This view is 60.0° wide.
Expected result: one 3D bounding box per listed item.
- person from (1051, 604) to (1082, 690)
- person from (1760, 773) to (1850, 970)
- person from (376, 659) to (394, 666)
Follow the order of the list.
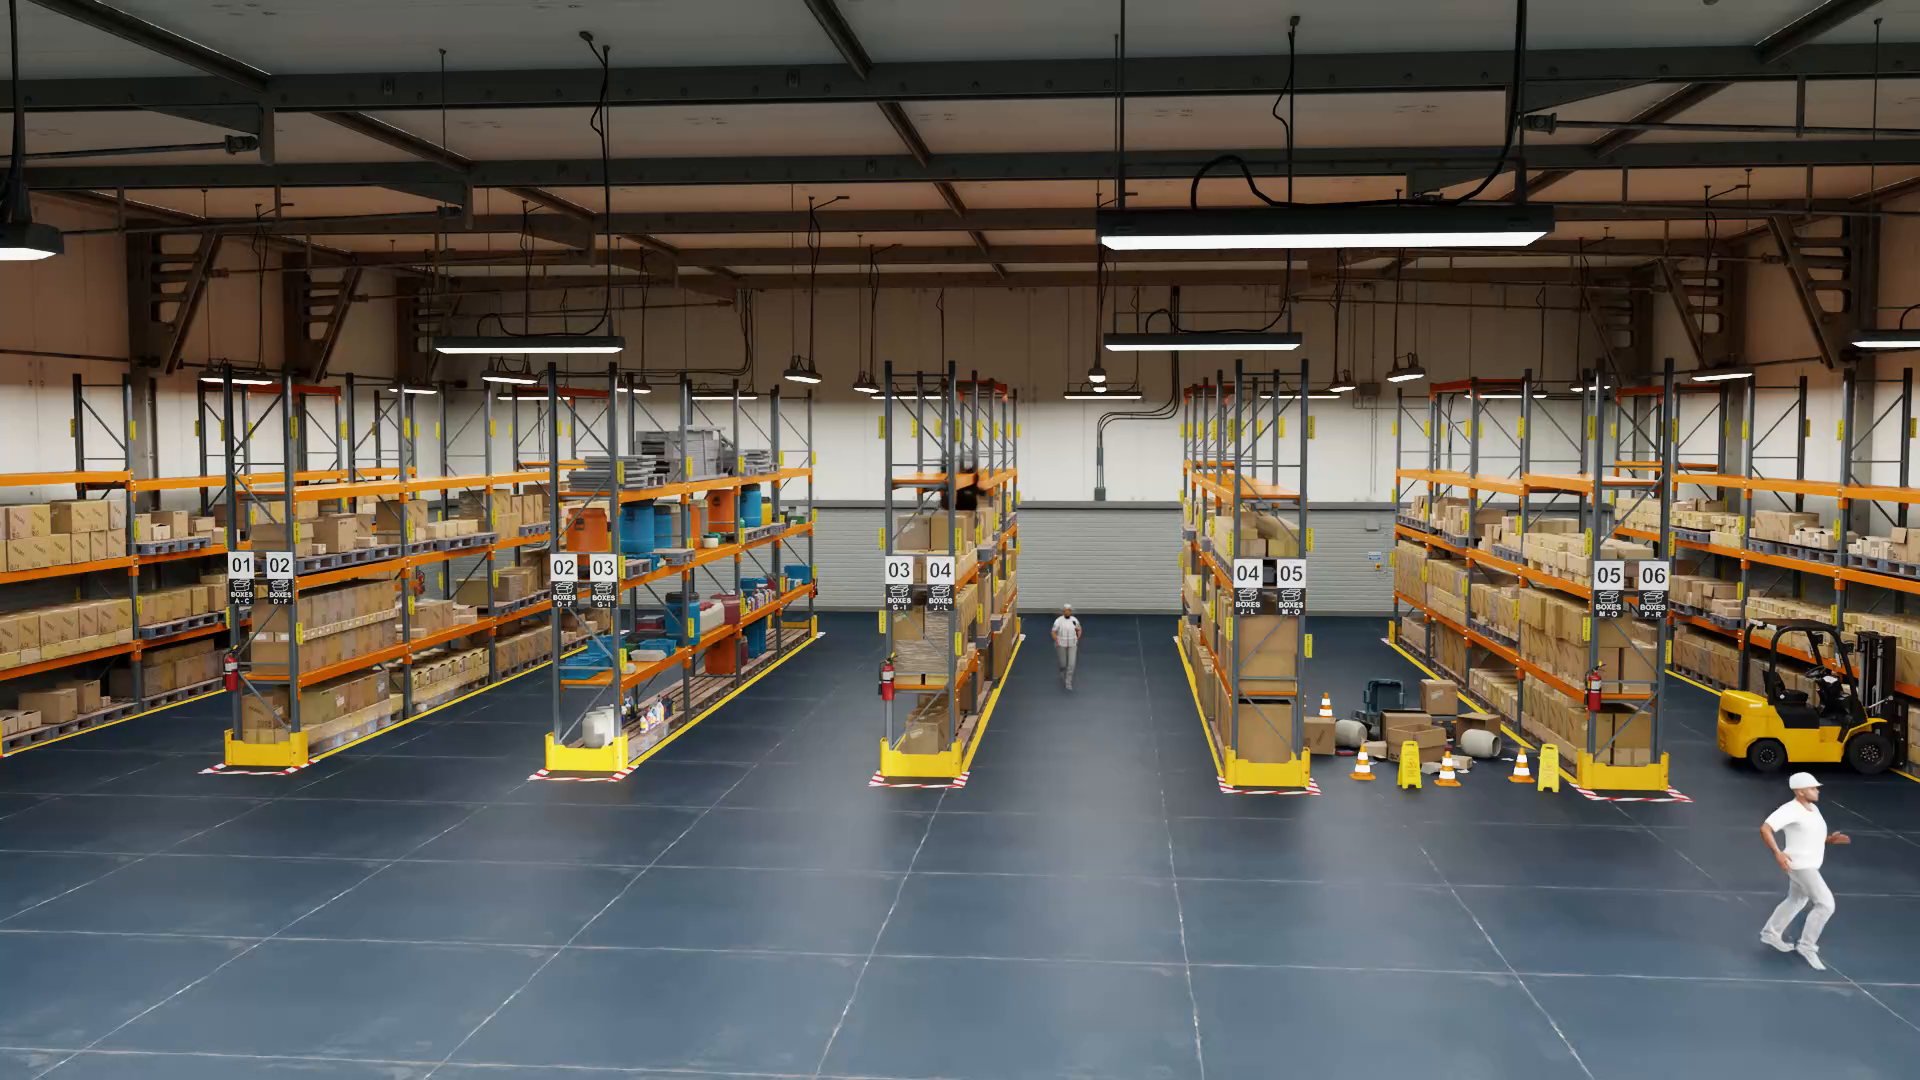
[{"bbox_3d":[2.089,2.066,32.449,0.609,1.636,0.663,0,4,-4],"label":"person"},{"bbox_3d":[7.935,3.097,15.638,0.752,1.825,0.673,3,5,41],"label":"person"},{"bbox_3d":[-11.481,1.965,32.947,0.716,1.743,0.630,0,4,3],"label":"person"}]
